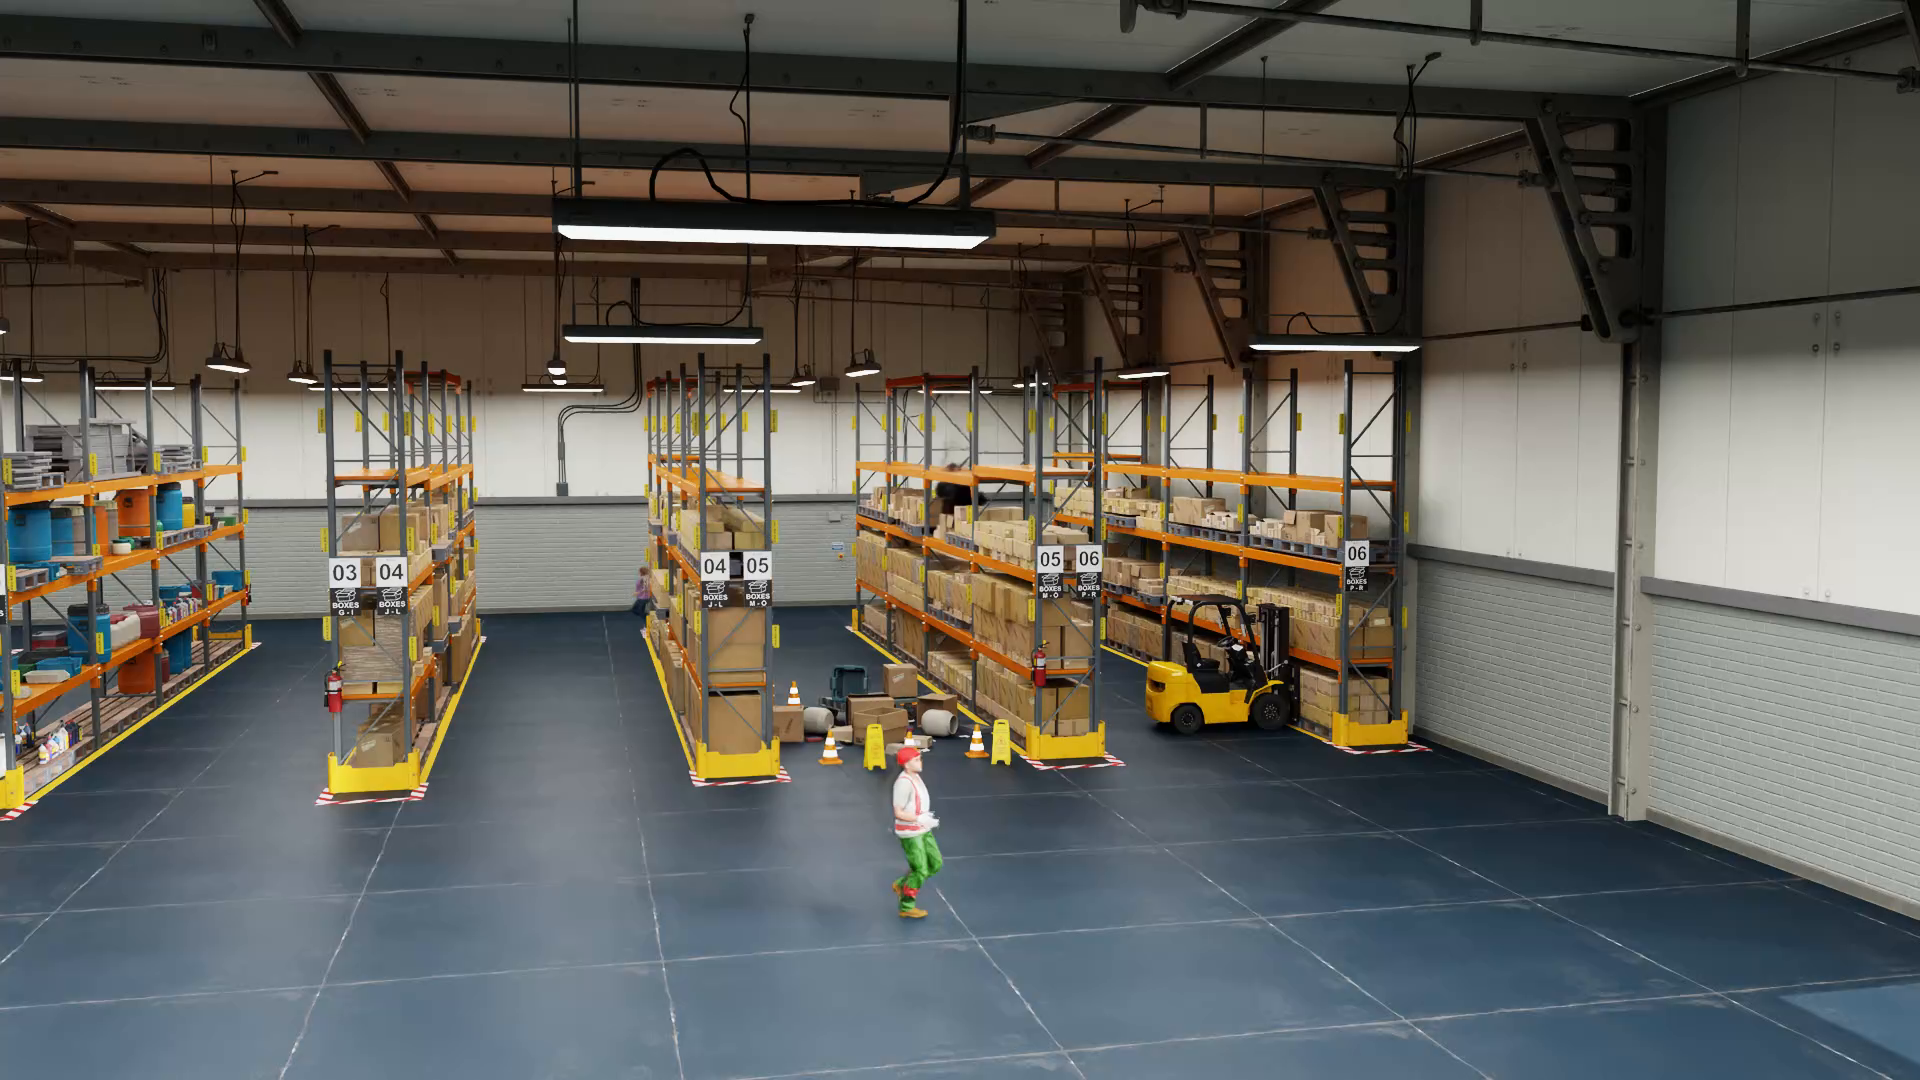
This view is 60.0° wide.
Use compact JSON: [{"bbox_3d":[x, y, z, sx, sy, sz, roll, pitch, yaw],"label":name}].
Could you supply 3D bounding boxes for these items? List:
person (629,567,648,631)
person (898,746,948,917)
[{"bbox_3d":[-7.737,1.424,40.167,0.527,1.583,0.520,-2,4,-21],"label":"person"},{"bbox_3d":[-0.364,2.947,16.815,0.581,1.741,0.643,1,4,18],"label":"person"}]
